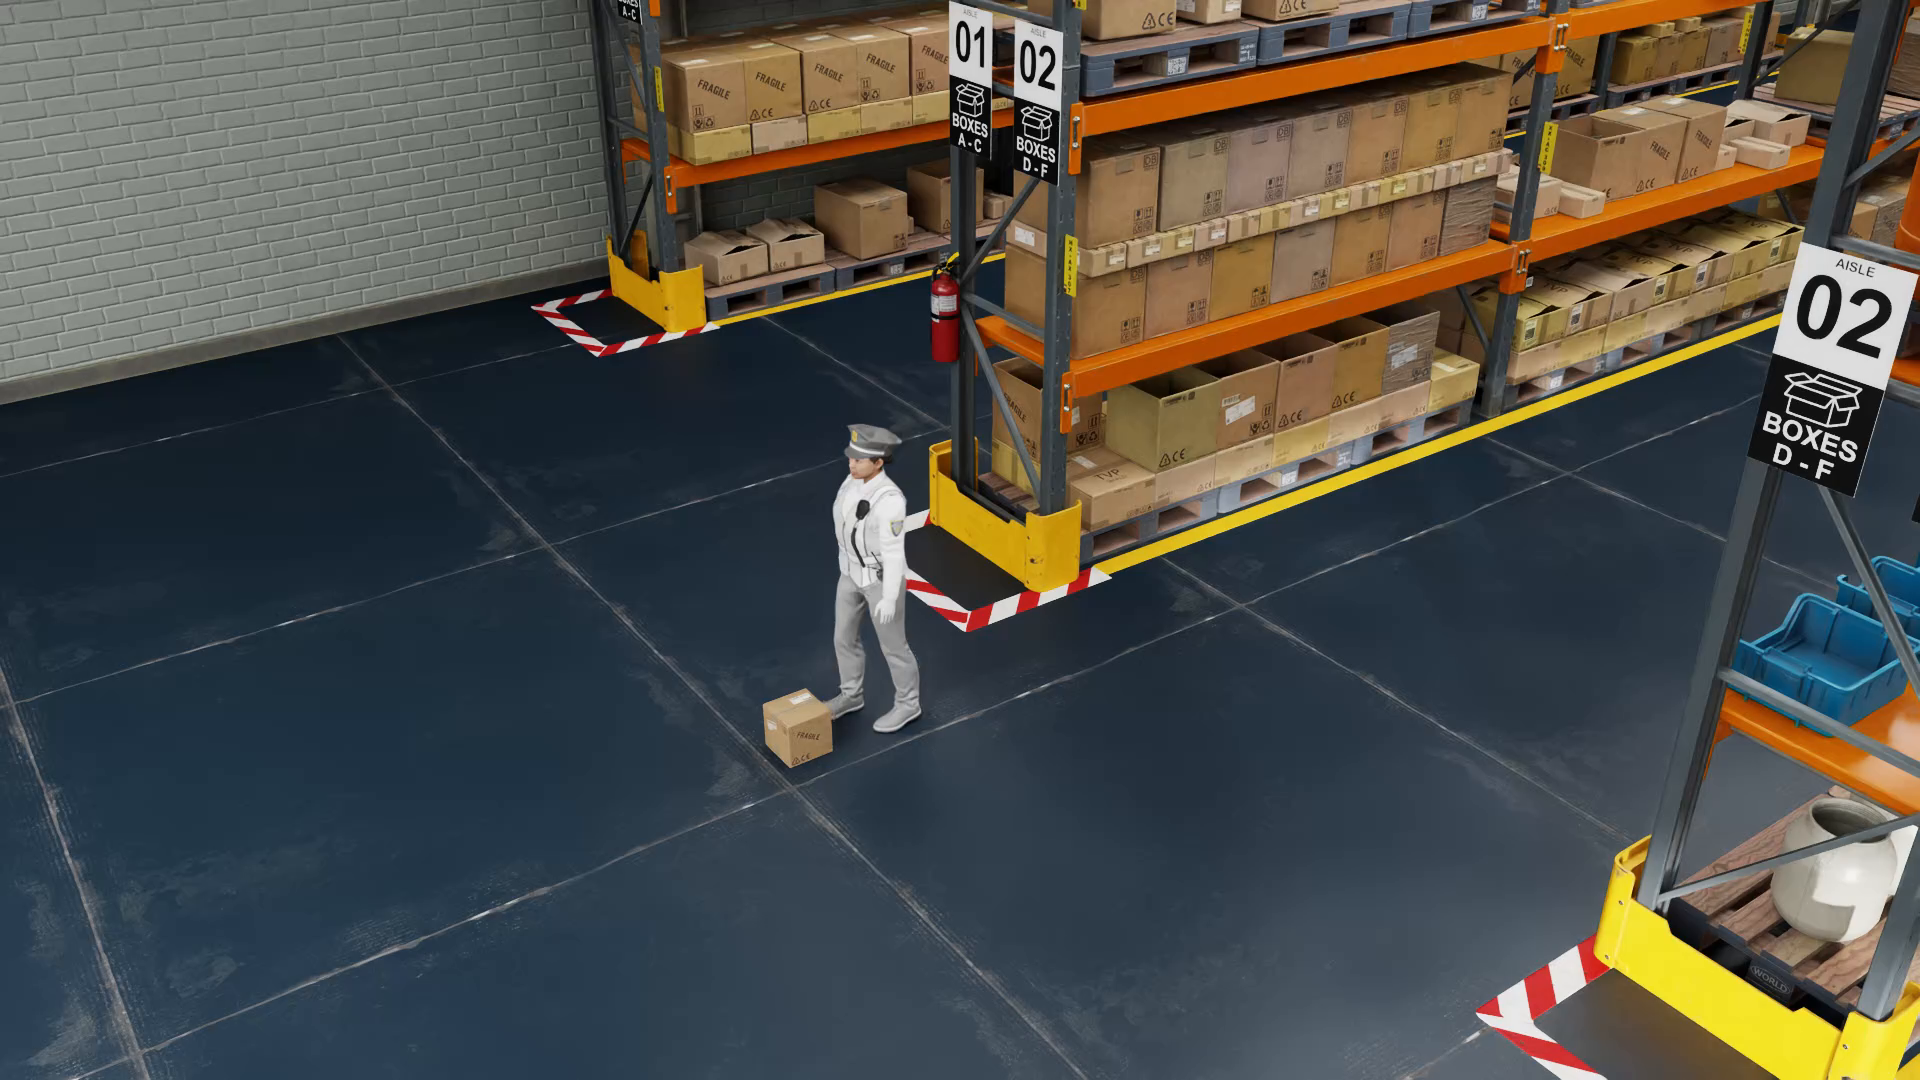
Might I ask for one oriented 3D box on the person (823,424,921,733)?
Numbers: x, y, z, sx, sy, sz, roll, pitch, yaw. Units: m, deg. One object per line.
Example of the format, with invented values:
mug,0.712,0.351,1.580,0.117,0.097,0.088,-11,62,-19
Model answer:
person,-0.464,0.203,8.234,0.487,1.679,0.476,-18,34,-30
